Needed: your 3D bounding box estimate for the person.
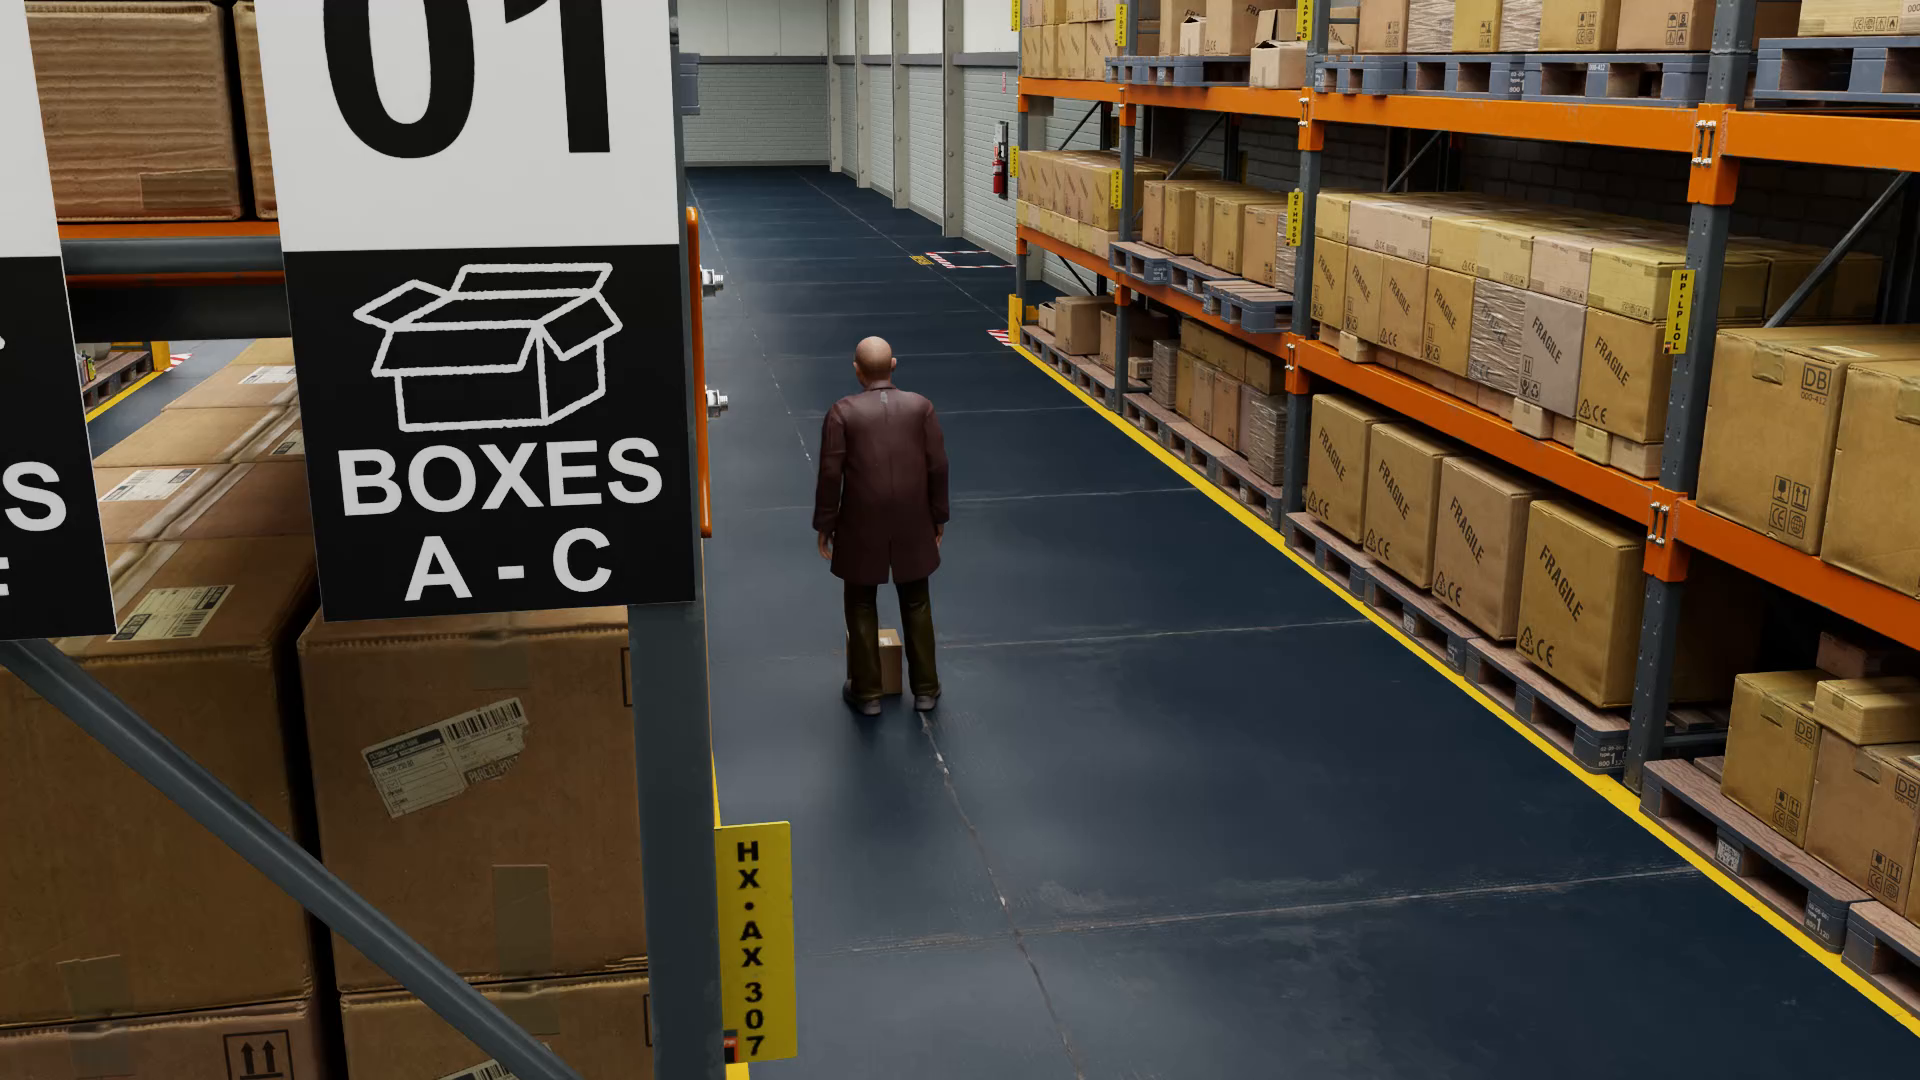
[{"bbox_3d":[-0.365,-0.063,7.779,0.654,1.774,0.424,-4,17,-13],"label":"person"}]
